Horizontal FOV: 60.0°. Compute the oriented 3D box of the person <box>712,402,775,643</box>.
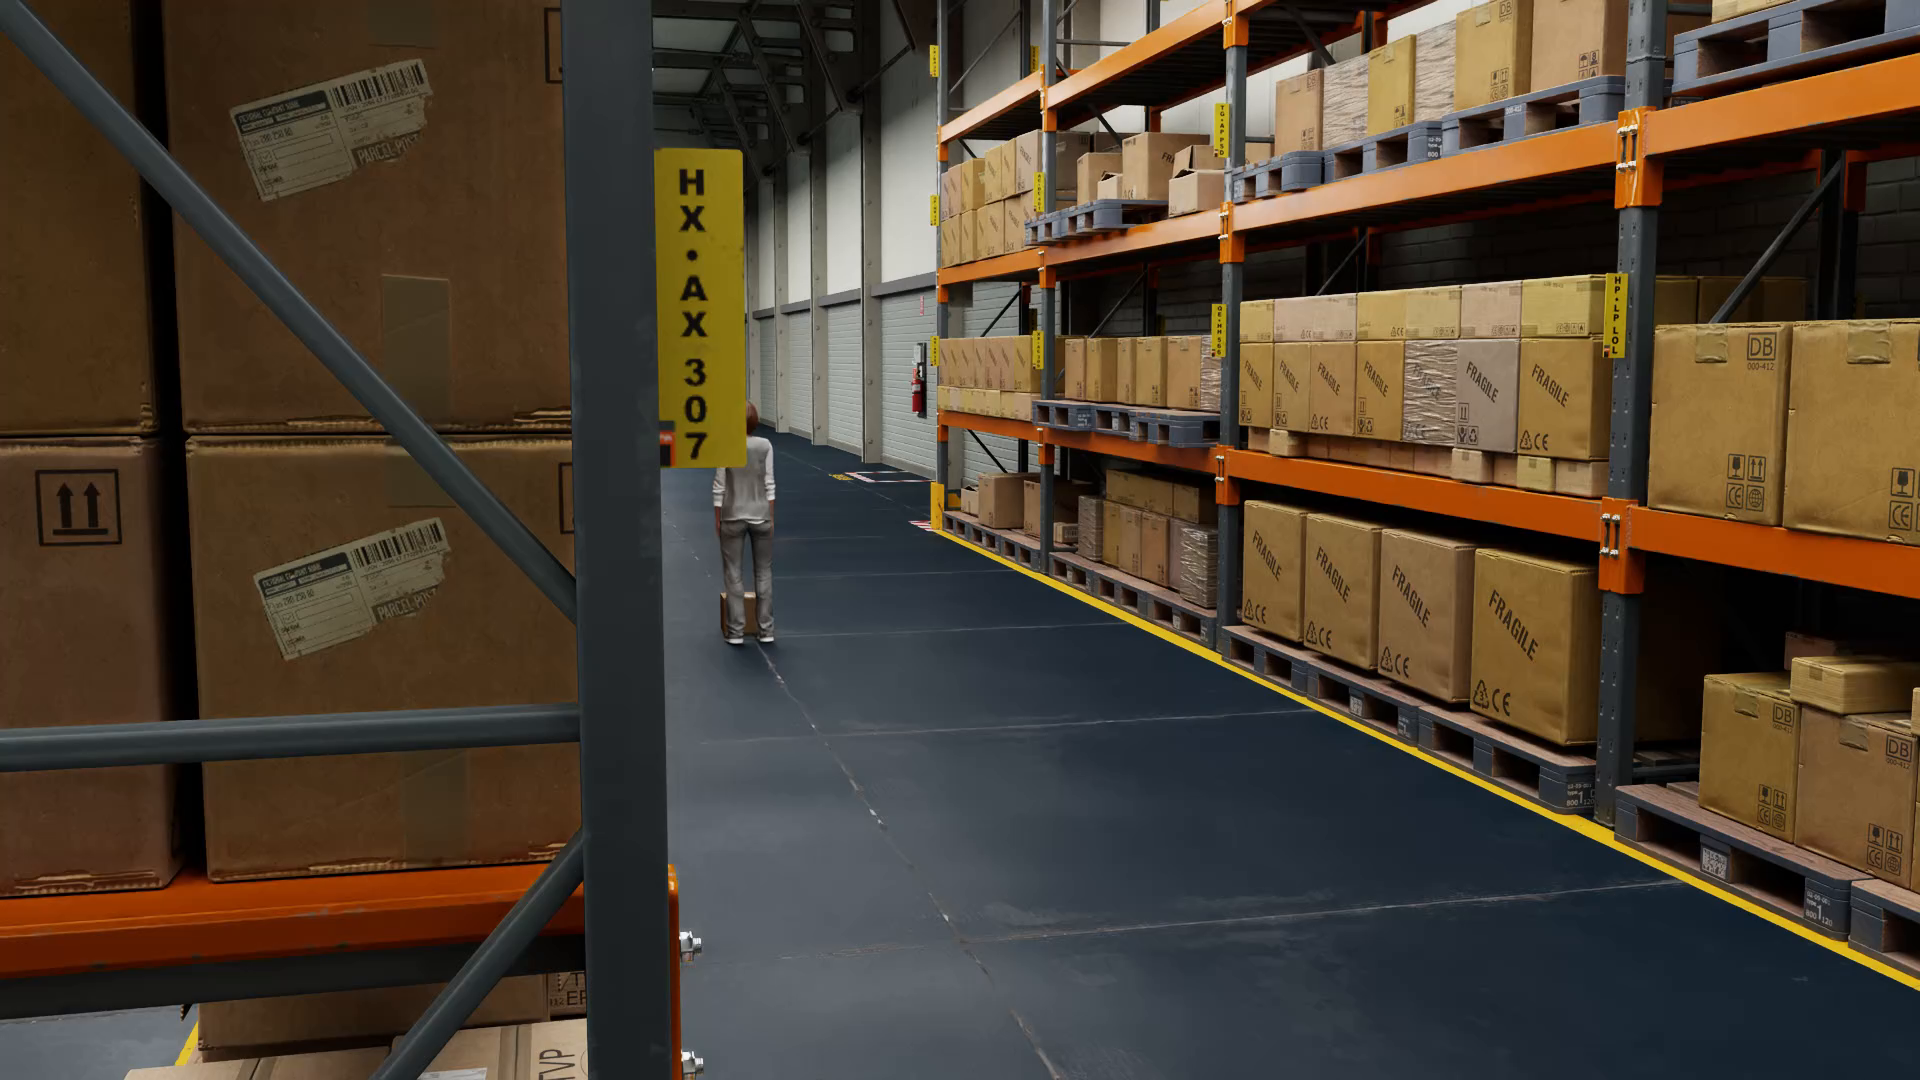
[{"bbox_3d":[-1.416,-0.111,10.907,0.407,1.592,0.306,-1,6,-12],"label":"person"}]
